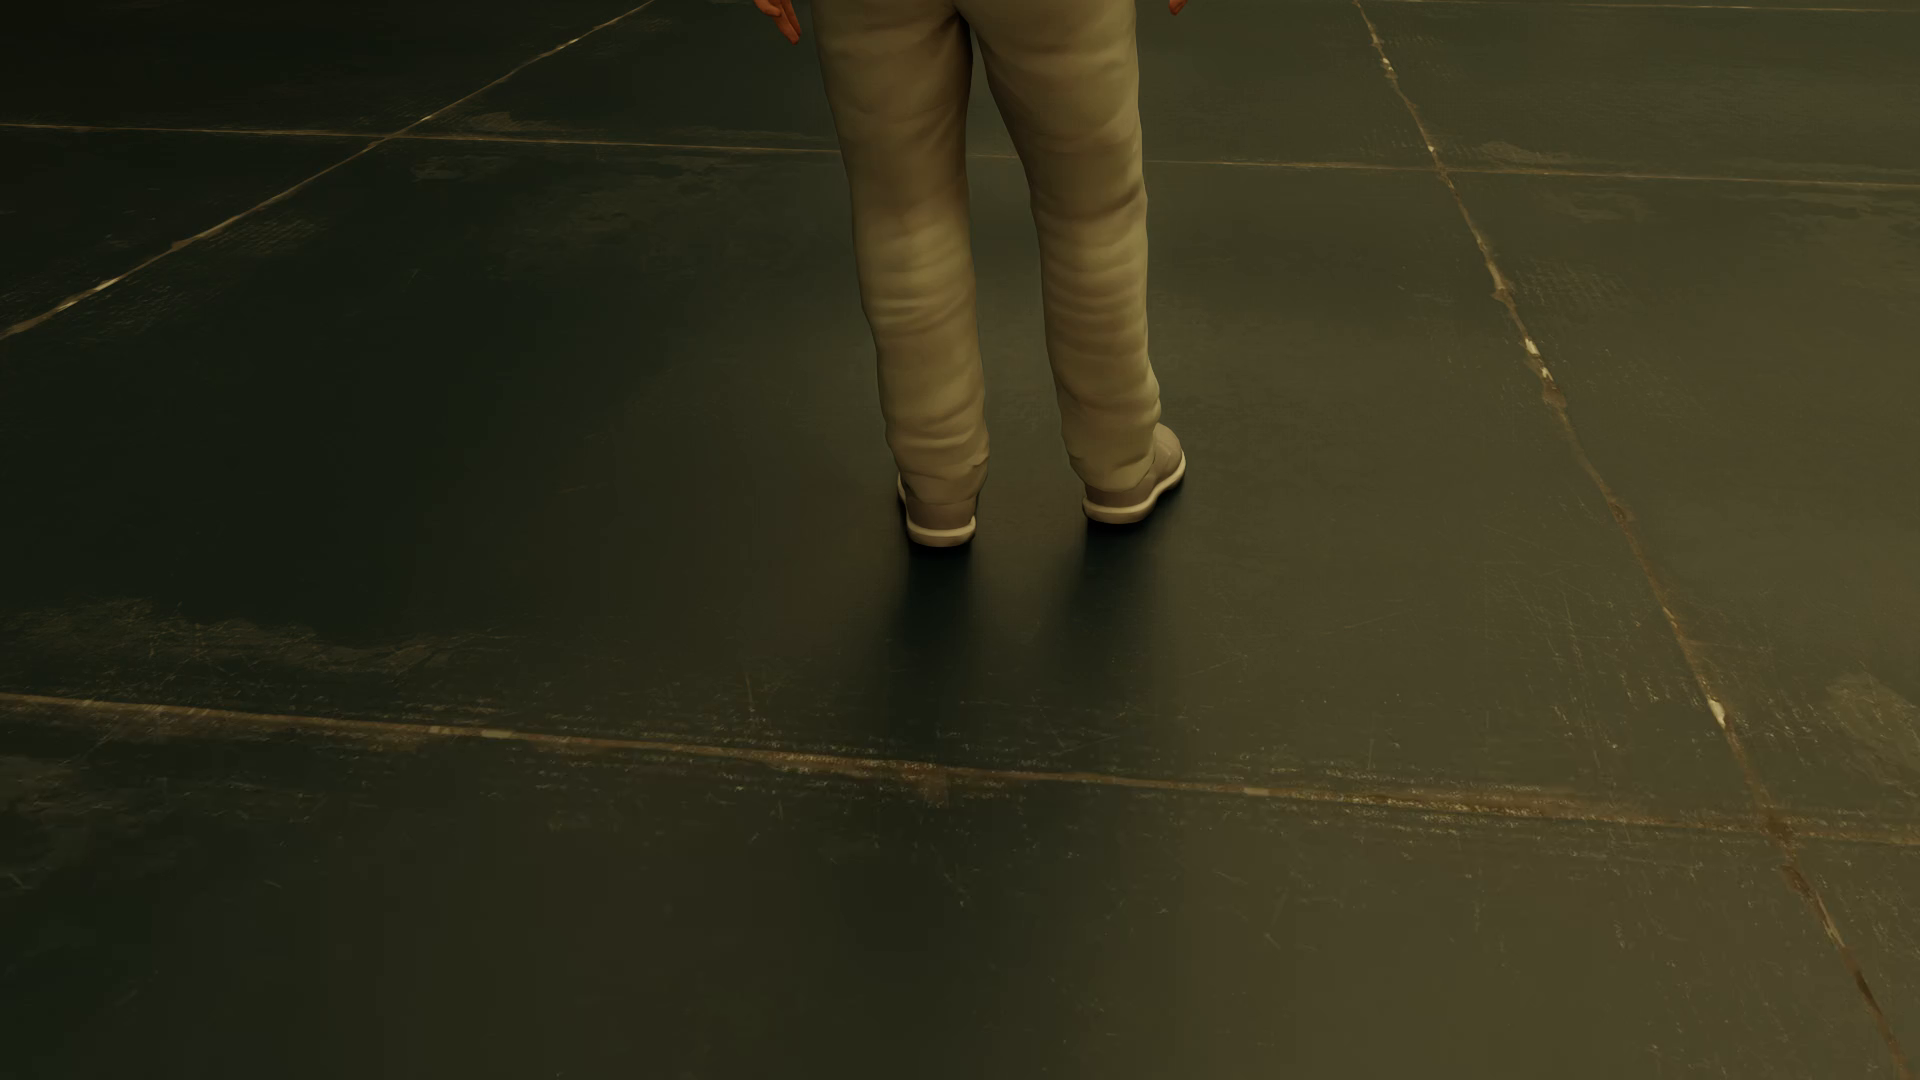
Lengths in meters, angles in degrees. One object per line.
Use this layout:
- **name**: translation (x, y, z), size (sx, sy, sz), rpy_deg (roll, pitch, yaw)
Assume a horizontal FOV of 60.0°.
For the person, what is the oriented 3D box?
- **person**: translation (0.023, -0.837, 2.166), size (0.640, 1.781, 0.575), rpy_deg (3, 27, 7)
